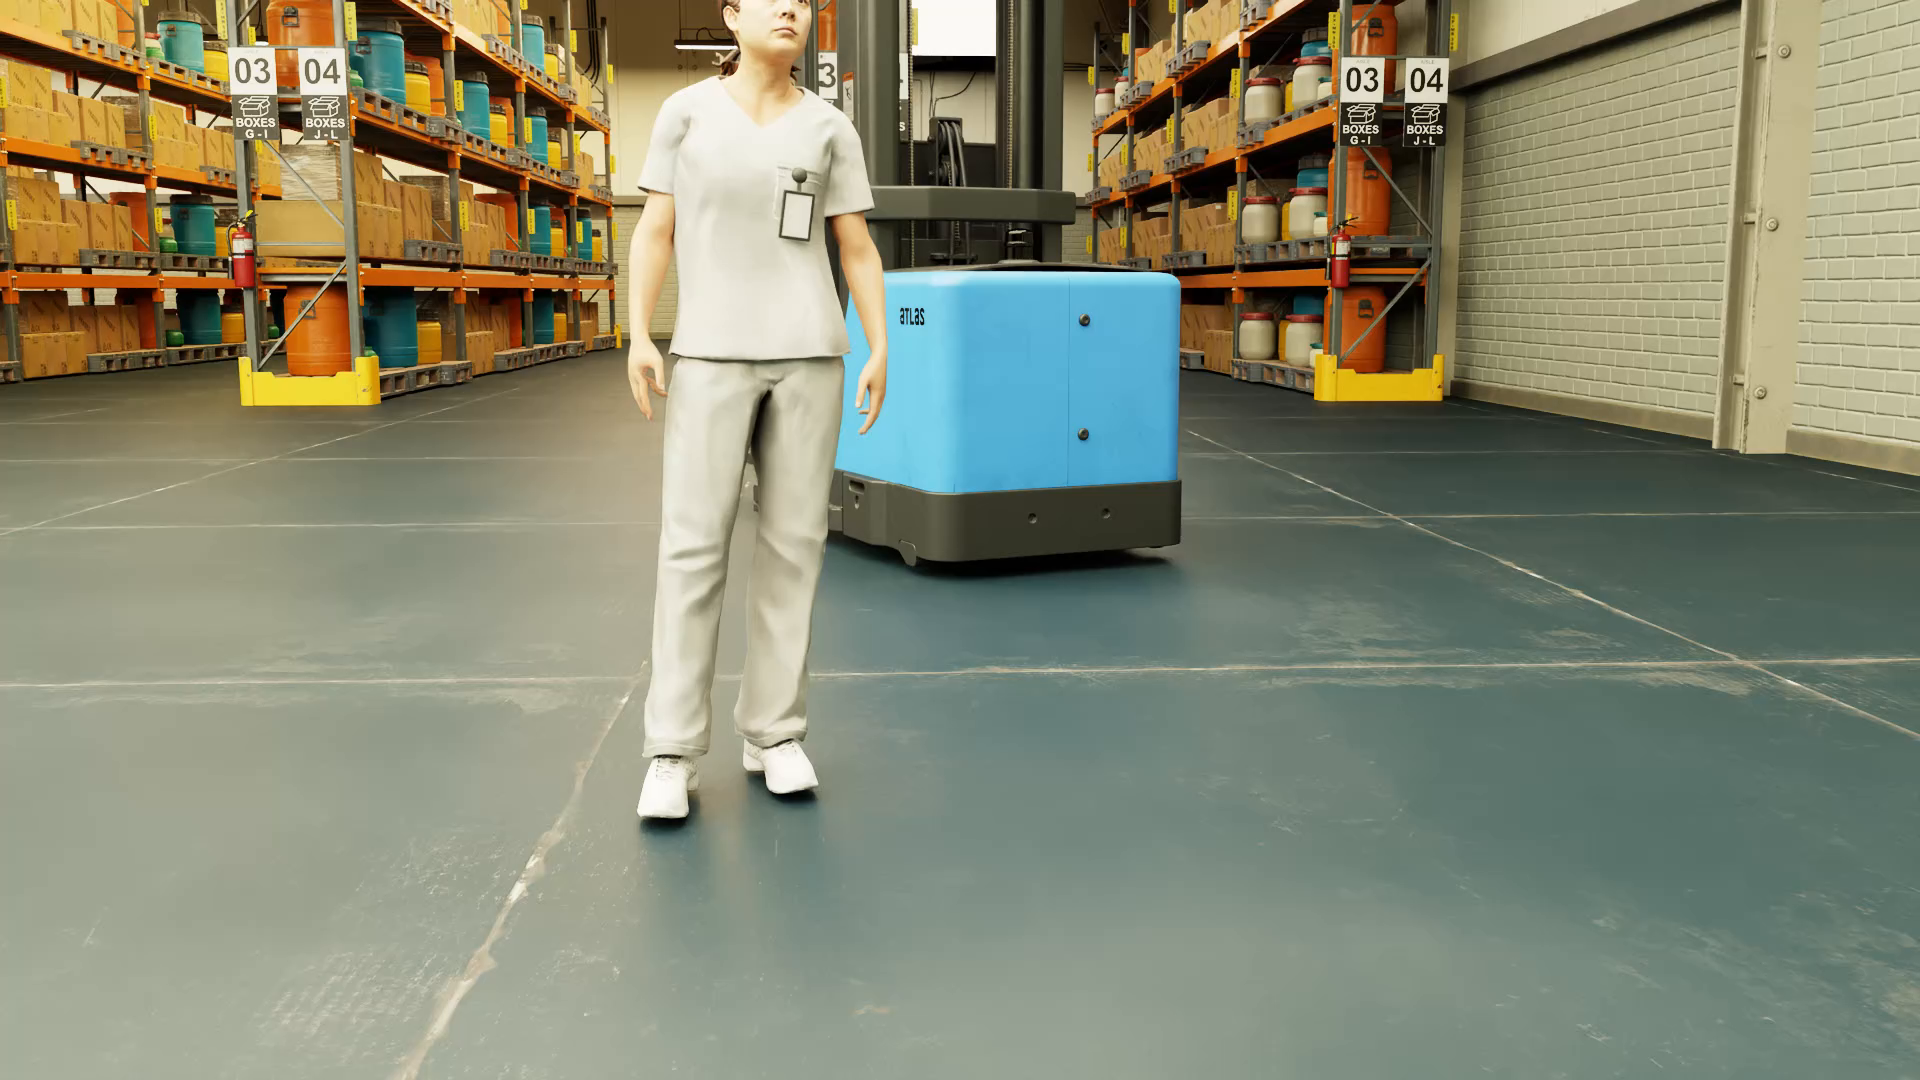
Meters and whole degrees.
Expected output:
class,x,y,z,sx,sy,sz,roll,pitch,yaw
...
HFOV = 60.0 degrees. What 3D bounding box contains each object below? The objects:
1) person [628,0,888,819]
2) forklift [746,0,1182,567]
class,x,y,z,sx,sy,sz,roll,pitch,yaw
person,-0.398,-0.334,3.303,0.549,1.674,0.548,-2,9,-15
forklift,-0.264,-1.530,7.137,1.130,2.935,3.031,-4,9,-25
